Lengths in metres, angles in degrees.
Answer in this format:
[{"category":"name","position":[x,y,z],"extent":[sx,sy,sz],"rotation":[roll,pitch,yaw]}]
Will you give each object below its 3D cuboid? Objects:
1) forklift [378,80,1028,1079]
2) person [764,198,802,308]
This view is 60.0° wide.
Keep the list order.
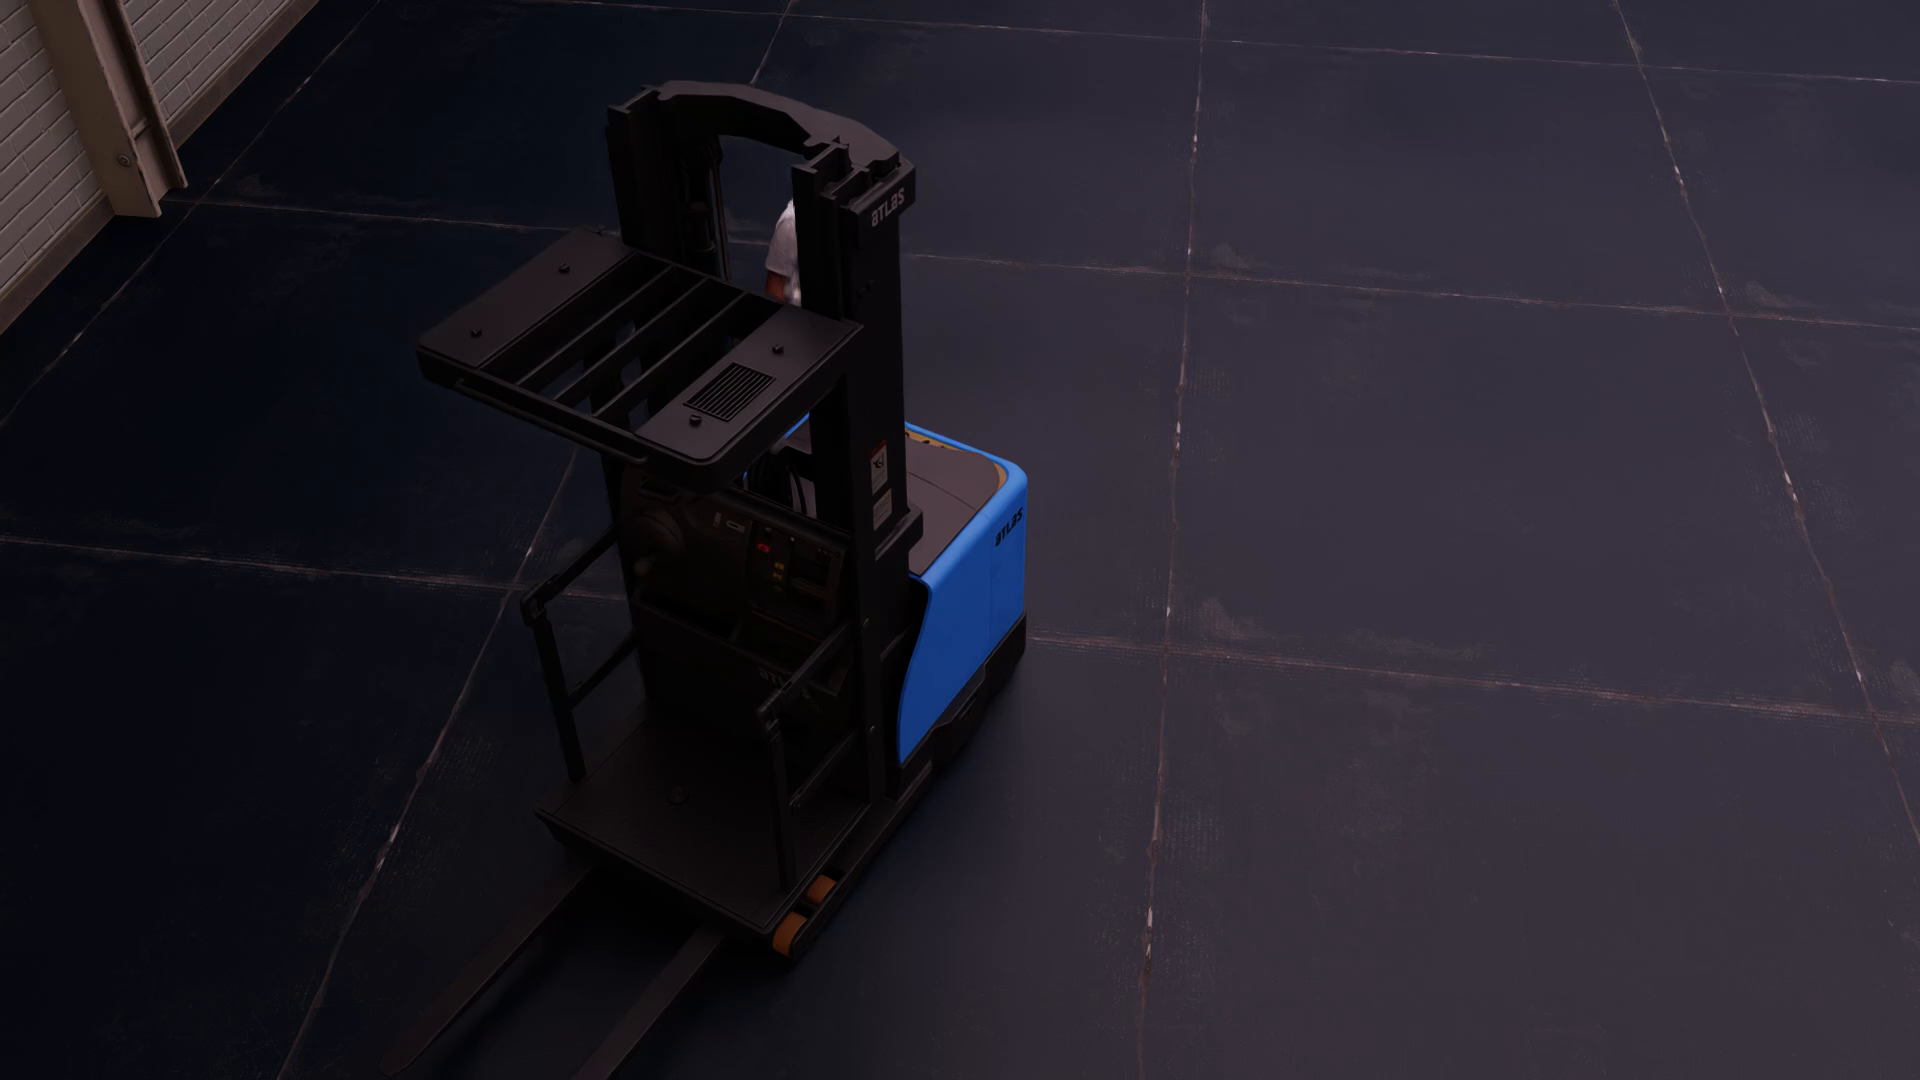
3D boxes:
[{"category":"forklift","position":[-0.903,0.111,5.603],"extent":[1.130,2.935,3.031],"rotation":[22,47,22]},{"category":"person","position":[-0.615,-1.106,7.822],"extent":[0.454,1.746,0.894],"rotation":[17,45,17]}]
